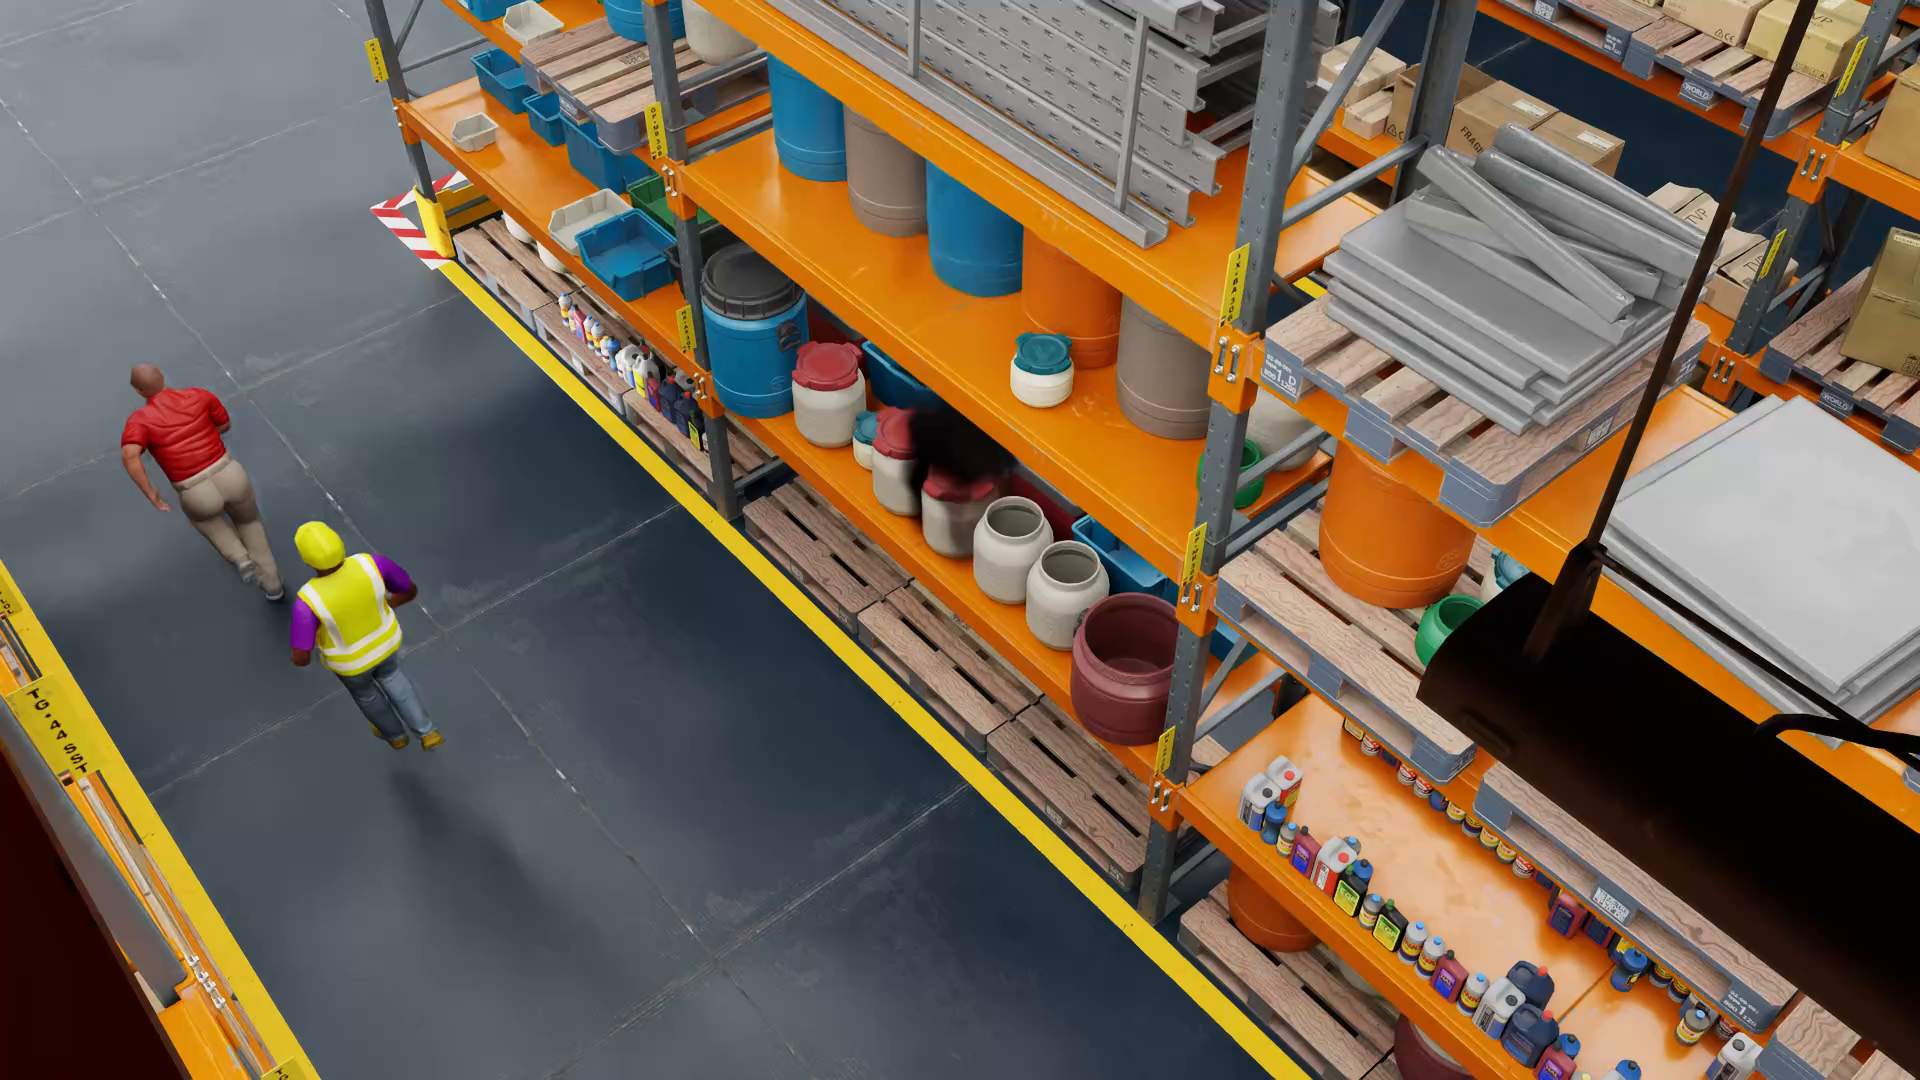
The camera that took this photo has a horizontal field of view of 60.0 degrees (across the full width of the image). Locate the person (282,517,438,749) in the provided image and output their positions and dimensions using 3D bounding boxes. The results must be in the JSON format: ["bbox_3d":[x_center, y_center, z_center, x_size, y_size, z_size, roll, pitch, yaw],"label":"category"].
[{"bbox_3d":[-3.210,0.562,8.859,0.529,1.748,0.714,35,56,29],"label":"person"}]

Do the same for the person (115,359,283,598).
[{"bbox_3d":[-4.699,-0.360,10.202,0.959,1.583,0.701,34,55,28],"label":"person"}]

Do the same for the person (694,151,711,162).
[{"bbox_3d":[-2.272,-3.528,13.201,0.800,1.691,0.583,29,53,24],"label":"person"}]
